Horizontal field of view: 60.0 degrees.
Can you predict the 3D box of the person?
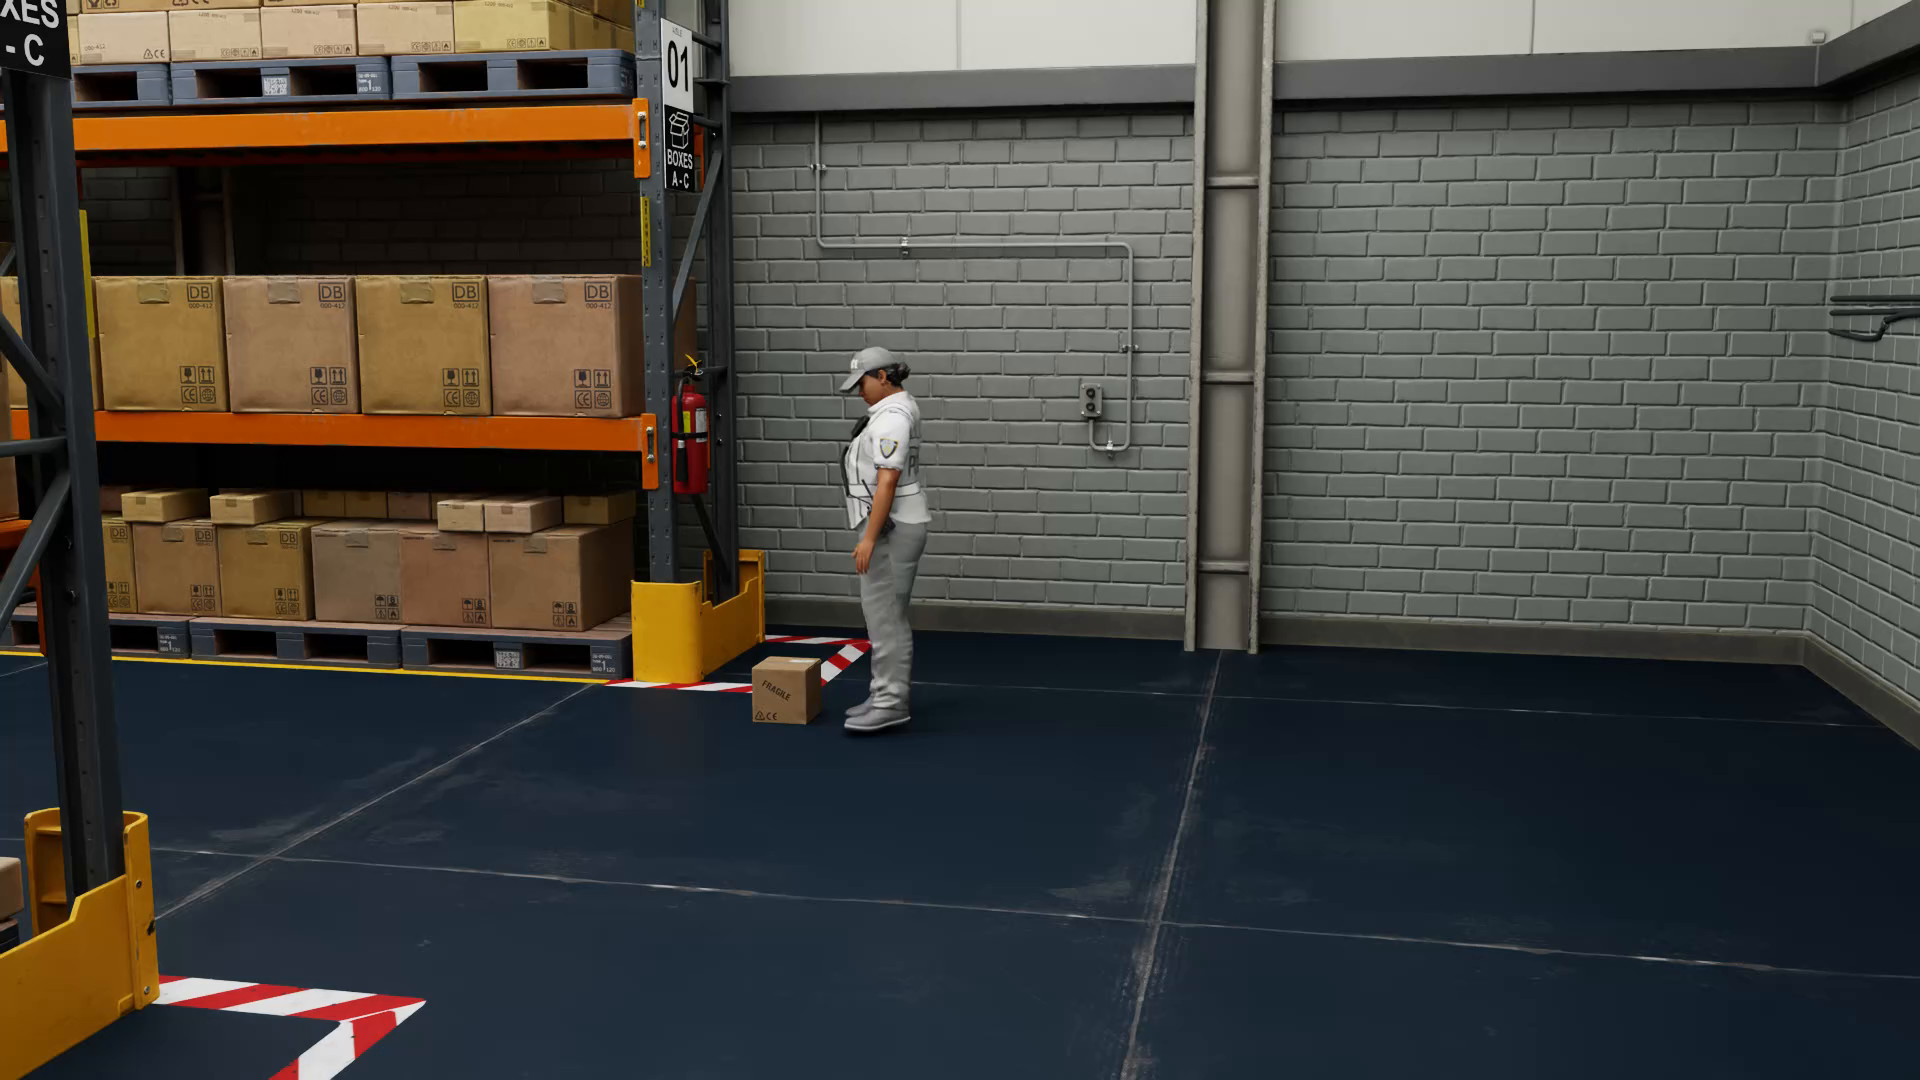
[{"bbox_3d":[-0.324,0.005,7.308,0.408,1.697,0.587,0,8,0],"label":"person"}]
